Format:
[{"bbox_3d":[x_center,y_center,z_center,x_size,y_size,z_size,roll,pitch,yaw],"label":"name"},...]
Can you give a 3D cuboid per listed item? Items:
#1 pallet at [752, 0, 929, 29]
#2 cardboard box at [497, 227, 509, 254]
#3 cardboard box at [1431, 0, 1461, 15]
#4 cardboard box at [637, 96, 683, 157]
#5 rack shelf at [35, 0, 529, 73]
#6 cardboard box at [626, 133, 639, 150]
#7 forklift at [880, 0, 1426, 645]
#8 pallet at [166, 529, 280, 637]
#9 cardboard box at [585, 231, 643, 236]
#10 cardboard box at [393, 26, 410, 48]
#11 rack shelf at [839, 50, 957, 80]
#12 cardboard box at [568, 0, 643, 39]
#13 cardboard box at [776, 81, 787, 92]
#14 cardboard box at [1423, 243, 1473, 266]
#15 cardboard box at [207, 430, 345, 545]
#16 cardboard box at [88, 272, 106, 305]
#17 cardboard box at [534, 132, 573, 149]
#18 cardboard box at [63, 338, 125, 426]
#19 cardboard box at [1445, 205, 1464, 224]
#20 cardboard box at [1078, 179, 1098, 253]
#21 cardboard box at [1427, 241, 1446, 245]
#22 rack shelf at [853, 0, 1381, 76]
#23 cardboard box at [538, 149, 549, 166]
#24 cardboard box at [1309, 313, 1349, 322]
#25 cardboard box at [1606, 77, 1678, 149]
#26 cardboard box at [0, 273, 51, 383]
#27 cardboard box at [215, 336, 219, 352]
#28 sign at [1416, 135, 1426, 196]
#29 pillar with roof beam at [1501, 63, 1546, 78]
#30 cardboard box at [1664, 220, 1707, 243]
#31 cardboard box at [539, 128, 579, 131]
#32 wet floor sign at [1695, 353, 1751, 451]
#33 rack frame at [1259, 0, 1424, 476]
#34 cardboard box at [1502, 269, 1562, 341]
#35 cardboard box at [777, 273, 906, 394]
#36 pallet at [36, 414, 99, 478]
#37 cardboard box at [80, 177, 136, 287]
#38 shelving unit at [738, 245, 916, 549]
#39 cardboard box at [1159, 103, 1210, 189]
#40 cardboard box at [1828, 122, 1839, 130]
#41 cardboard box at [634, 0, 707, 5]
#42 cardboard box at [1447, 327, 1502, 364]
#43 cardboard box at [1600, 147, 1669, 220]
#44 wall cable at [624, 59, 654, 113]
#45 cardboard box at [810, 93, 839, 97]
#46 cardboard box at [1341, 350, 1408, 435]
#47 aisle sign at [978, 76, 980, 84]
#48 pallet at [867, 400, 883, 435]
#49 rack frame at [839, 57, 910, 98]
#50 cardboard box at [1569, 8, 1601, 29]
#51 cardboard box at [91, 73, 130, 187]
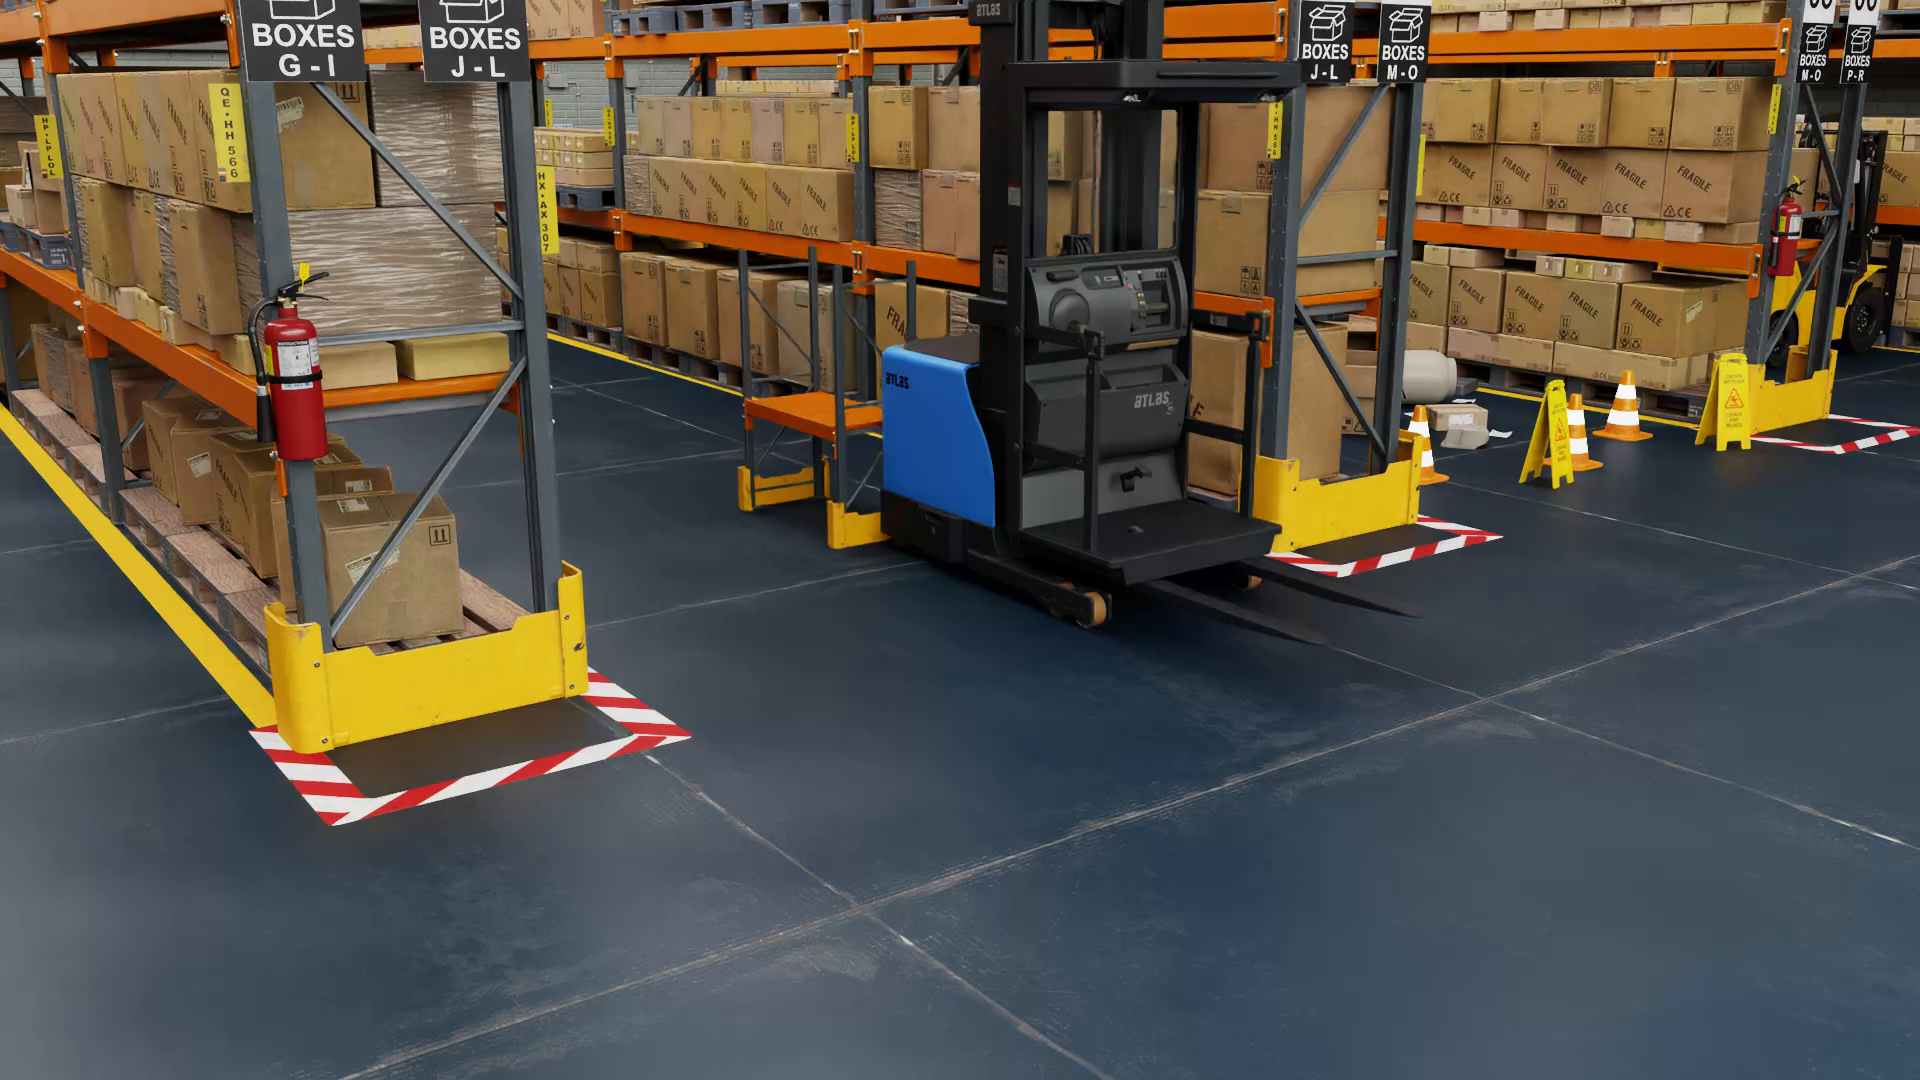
[{"bbox_3d":[-0.887,-3.902,12.330,0.805,0.209,1.217,-12,19,-37],"label":"pallet"},{"bbox_3d":[-4.476,-3.114,17.290,0.500,0.250,0.500,-10,18,-33],"label":"cardboard box"},{"bbox_3d":[3.984,-4.422,13.589,0.500,0.250,0.500,-11,19,-35],"label":"cardboard box"},{"bbox_3d":[-2.404,-3.646,14.633,0.700,0.500,0.500,-11,19,-35],"label":"cardboard box"},{"bbox_3d":[-3.204,-2.284,7.418,1.077,0.370,4.000,-11,19,-35],"label":"rack shelf"},{"bbox_3d":[-2.935,-3.767,15.712,0.380,0.149,0.250,-11,19,-36],"label":"cardboard box"},{"bbox_3d":[0.837,-1.156,7.747,1.130,2.935,3.031,-11,19,-34],"label":"forklift"},{"bbox_3d":[-3.235,0.133,8.191,1.003,0.211,1.213,-11,19,-35],"label":"pallet"},{"bbox_3d":[-3.449,-2.973,16.774,0.500,0.250,0.500,-11,19,-34],"label":"cardboard box"},{"bbox_3d":[-6.102,-5.722,18.901,0.500,0.250,0.500,-11,19,-35],"label":"cardboard box"},{"bbox_3d":[0.109,-5.530,19.280,1.077,0.370,4.000,-11,19,-35],"label":"rack shelf"},{"bbox_3d":[-3.201,-4.791,15.027,0.500,0.500,0.500,-11,19,-35],"label":"cardboard box"},{"bbox_3d":[-2.207,-6.000,22.003,0.380,0.149,0.250,-11,19,-36],"label":"cardboard box"},{"bbox_3d":[4.093,-2.387,13.878,0.380,0.149,0.250,-10,18,-32],"label":"cardboard box"},{"bbox_3d":[-3.405,-0.275,8.337,0.500,0.500,0.500,-13,20,-39],"label":"cardboard box"},{"bbox_3d":[-4.360,-1.342,8.772,0.380,0.149,0.250,-11,19,-35],"label":"cardboard box"},{"bbox_3d":[-3.916,-3.834,15.955,0.380,0.149,0.250,-11,19,-35],"label":"cardboard box"},{"bbox_3d":[-5.646,-1.095,11.297,0.700,0.500,0.500,-9,18,-30],"label":"cardboard box"},{"bbox_3d":[4.233,-2.703,13.745,0.380,0.149,0.250,-11,19,-35],"label":"cardboard box"},{"bbox_3d":[1.220,-1.903,10.062,0.875,0.550,0.550,-11,19,-35],"label":"cardboard box"},{"bbox_3d":[6.044,-3.558,20.097,0.875,0.625,0.625,-10,18,-33],"label":"cardboard box"},{"bbox_3d":[0.868,-3.032,10.152,1.077,0.370,4.000,-11,19,-35],"label":"rack shelf"},{"bbox_3d":[-3.781,-3.639,15.807,0.380,0.149,0.250,-11,19,-34],"label":"cardboard box"},{"bbox_3d":[3.326,-2.196,15.599,0.950,0.372,0.625,-11,19,-34],"label":"cardboard box"},{"bbox_3d":[5.220,-3.153,12.268,0.700,0.500,0.500,-11,19,-34],"label":"cardboard box"},{"bbox_3d":[-7.120,-1.793,13.176,1.225,0.875,0.875,-12,19,-37],"label":"cardboard box"},{"bbox_3d":[-2.945,-0.879,7.081,0.380,0.149,0.250,-11,19,-35],"label":"cardboard box"},{"bbox_3d":[2.496,-2.046,9.078,0.100,0.325,0.005,-11,19,-35],"label":"sign"},{"bbox_3d":[3.311,-6.861,17.099,9.100,9.000,0.400,-11,19,-35],"label":"pillar with roof beam"},{"bbox_3d":[5.357,-2.257,12.117,0.380,0.149,0.250,-11,19,-35],"label":"cardboard box"},{"bbox_3d":[-4.155,-4.212,17.335,0.380,0.149,0.250,-11,19,-35],"label":"cardboard box"},{"bbox_3d":[5.234,-0.953,11.335,0.267,0.644,0.232,-4,16,-15],"label":"wet floor sign"},{"bbox_3d":[2.044,-1.505,8.893,1.000,3.000,0.127,-11,19,-35],"label":"rack frame"},{"bbox_3d":[4.706,-1.883,13.268,0.500,0.500,0.500,-11,19,-36],"label":"cardboard box"},{"bbox_3d":[-0.746,-1.595,12.689,1.050,0.750,0.750,-11,19,-35],"label":"cardboard box"},{"bbox_3d":[-5.560,-0.693,11.207,1.003,0.211,1.213,-11,19,-35],"label":"pallet"},{"bbox_3d":[-3.900,-1.585,8.431,0.875,0.500,0.500,-11,19,-35],"label":"cardboard box"},{"bbox_3d":[-0.748,-0.836,9.288,0.587,1.500,1.083,-11,19,-34],"label":"shelving unit"},{"bbox_3d":[1.459,-2.287,9.419,0.875,0.550,0.550,-11,19,-35],"label":"cardboard box"},{"bbox_3d":[8.579,-3.998,16.018,0.380,0.149,0.250,-11,19,-34],"label":"cardboard box"},{"bbox_3d":[-2.412,-4.679,13.992,0.500,0.311,0.500,-11,19,-34],"label":"cardboard box"},{"bbox_3d":[4.402,-1.632,13.771,0.500,0.250,0.500,-11,19,-35],"label":"cardboard box"},{"bbox_3d":[5.156,-2.667,12.387,0.500,0.500,0.500,-11,19,-34],"label":"cardboard box"},{"bbox_3d":[-5.613,-7.625,29.327,0.588,1.984,0.122,-11,19,-35],"label":"wall cable"},{"bbox_3d":[-1.568,-5.446,21.208,0.500,0.500,0.500,-11,19,-35],"label":"cardboard box"},{"bbox_3d":[2.908,-1.073,12.043,0.637,0.503,0.797,4,16,13],"label":"cardboard box"},{"bbox_3d":[0.316,-7.706,26.623,0.394,0.787,0.004,-11,19,-35],"label":"aisle sign"},{"bbox_3d":[0.076,-0.840,11.744,1.003,0.211,1.213,-11,19,-35],"label":"pallet"},{"bbox_3d":[-1.067,-4.857,21.141,1.000,3.000,0.127,-11,19,-35],"label":"rack frame"},{"bbox_3d":[4.822,-3.931,12.551,0.380,0.149,0.250,-11,19,-36],"label":"cardboard box"},{"bbox_3d":[-3.732,-1.936,7.820,0.500,0.500,0.500,-11,19,-35],"label":"cardboard box"}]
